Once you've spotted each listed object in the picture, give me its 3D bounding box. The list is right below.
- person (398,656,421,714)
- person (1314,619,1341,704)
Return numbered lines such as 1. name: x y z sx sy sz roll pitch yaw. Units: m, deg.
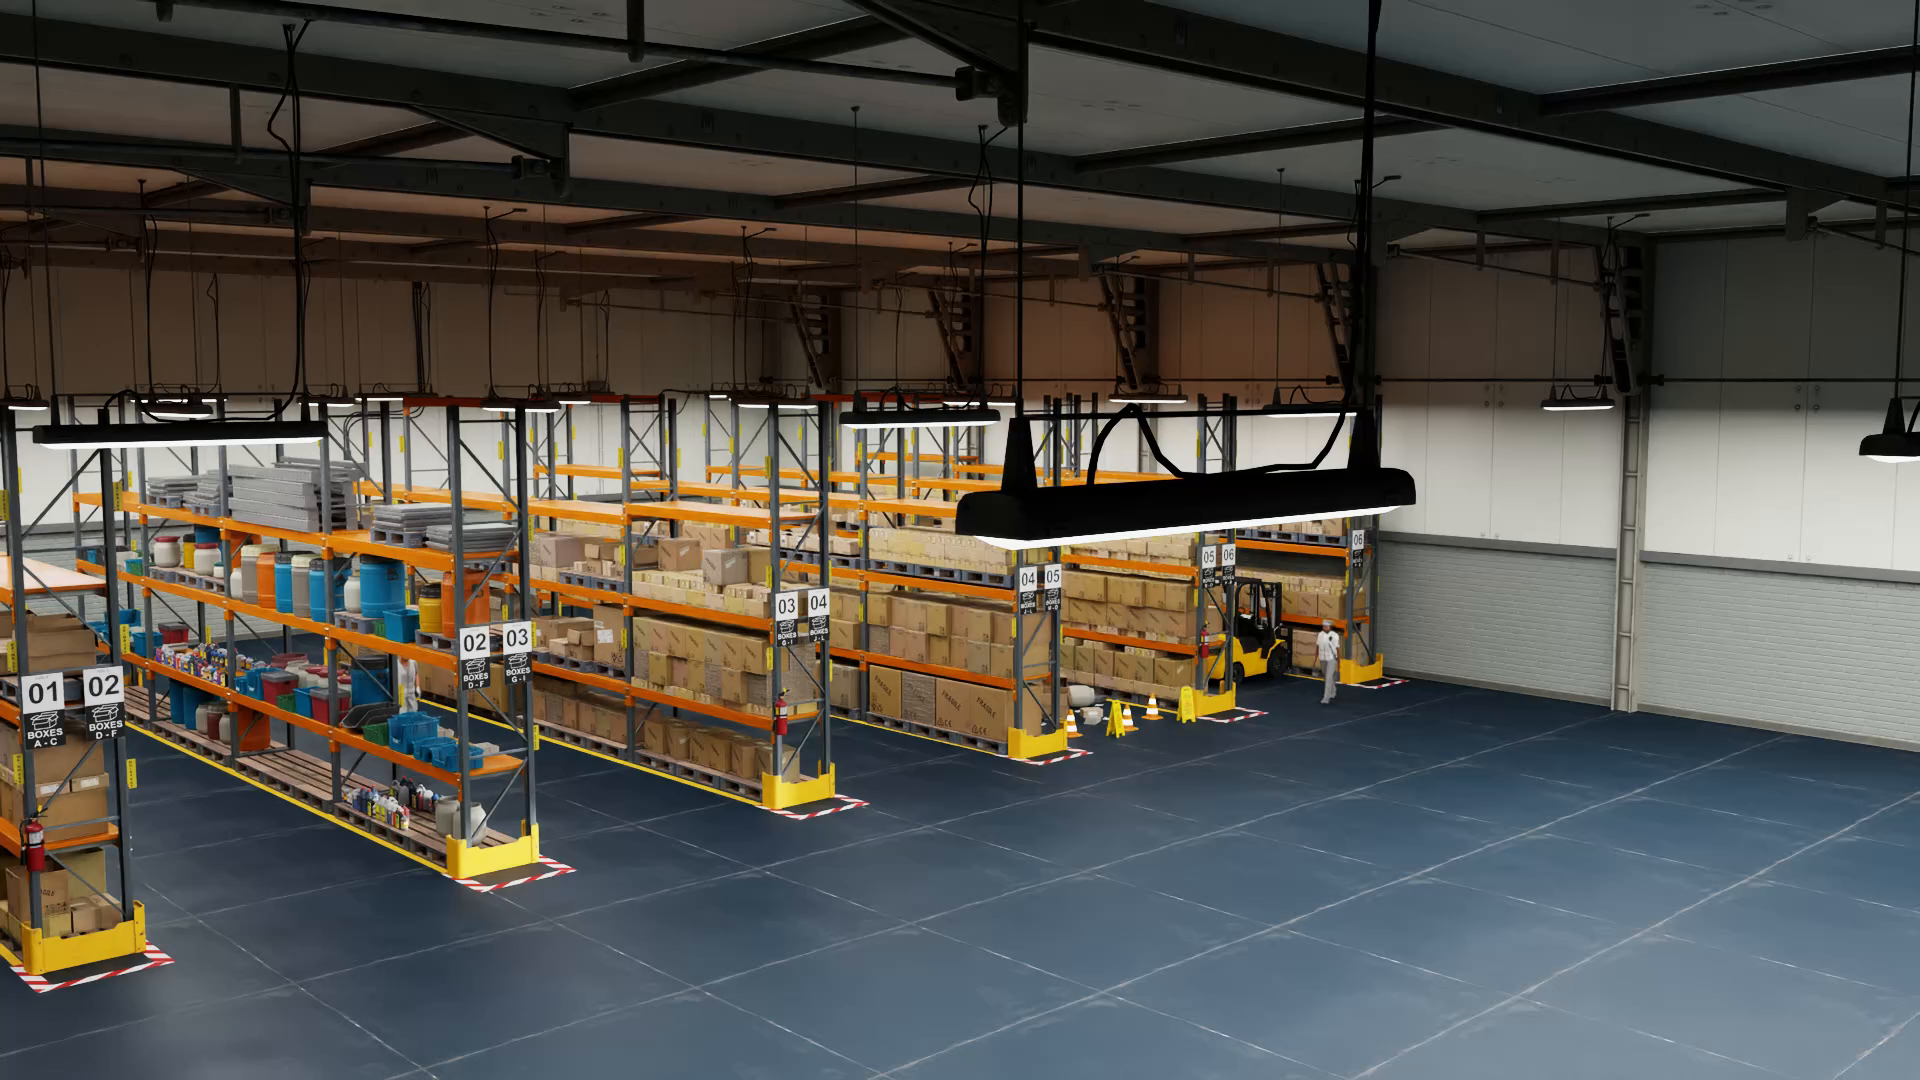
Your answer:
1. person: -9.727 2.667 28.911 0.701 1.764 0.620 5 7 41
2. person: 7.233 2.355 32.671 0.454 1.649 0.864 5 8 44
